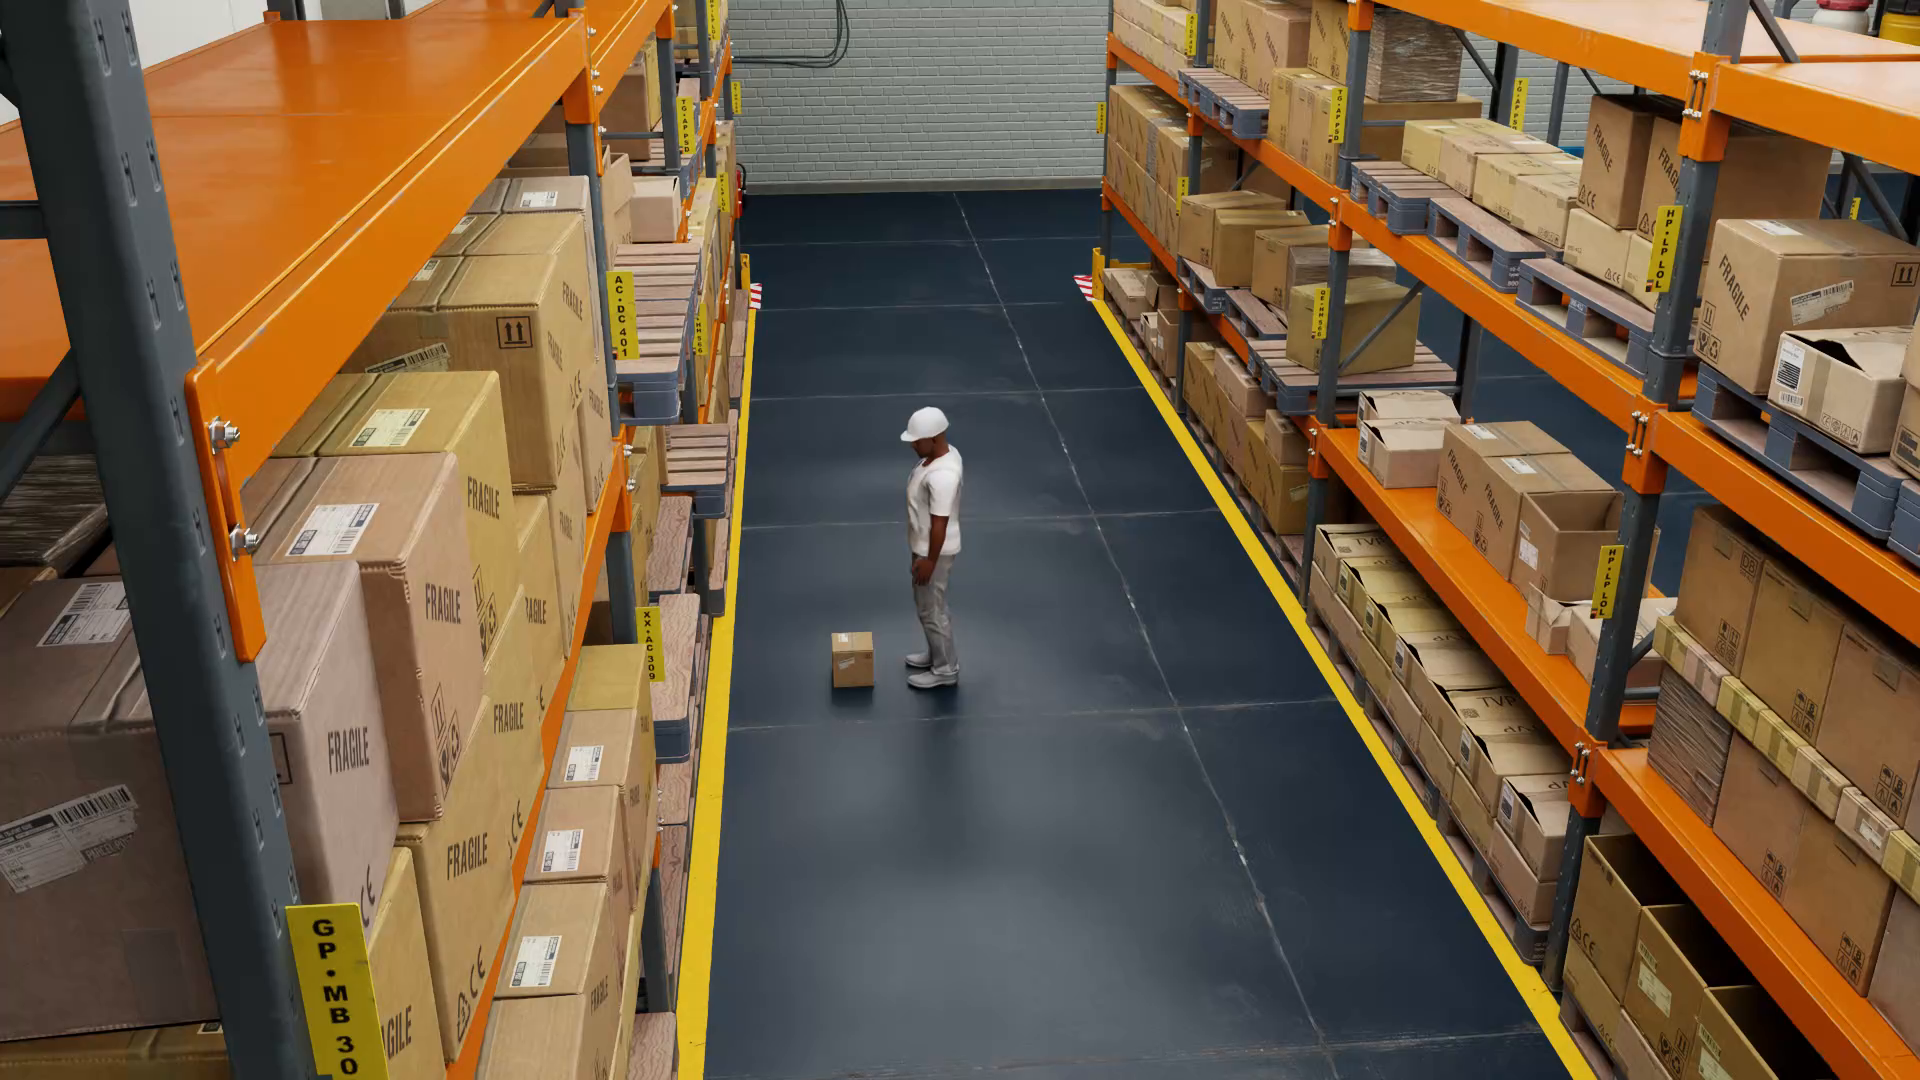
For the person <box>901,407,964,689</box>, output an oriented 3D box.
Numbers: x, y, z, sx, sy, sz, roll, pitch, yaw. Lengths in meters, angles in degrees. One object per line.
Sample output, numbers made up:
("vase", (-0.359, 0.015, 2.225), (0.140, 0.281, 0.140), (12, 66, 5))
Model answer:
("person", (-0.161, 0.038, 9.990), (0.368, 1.759, 0.568), (-2, 24, -4))
